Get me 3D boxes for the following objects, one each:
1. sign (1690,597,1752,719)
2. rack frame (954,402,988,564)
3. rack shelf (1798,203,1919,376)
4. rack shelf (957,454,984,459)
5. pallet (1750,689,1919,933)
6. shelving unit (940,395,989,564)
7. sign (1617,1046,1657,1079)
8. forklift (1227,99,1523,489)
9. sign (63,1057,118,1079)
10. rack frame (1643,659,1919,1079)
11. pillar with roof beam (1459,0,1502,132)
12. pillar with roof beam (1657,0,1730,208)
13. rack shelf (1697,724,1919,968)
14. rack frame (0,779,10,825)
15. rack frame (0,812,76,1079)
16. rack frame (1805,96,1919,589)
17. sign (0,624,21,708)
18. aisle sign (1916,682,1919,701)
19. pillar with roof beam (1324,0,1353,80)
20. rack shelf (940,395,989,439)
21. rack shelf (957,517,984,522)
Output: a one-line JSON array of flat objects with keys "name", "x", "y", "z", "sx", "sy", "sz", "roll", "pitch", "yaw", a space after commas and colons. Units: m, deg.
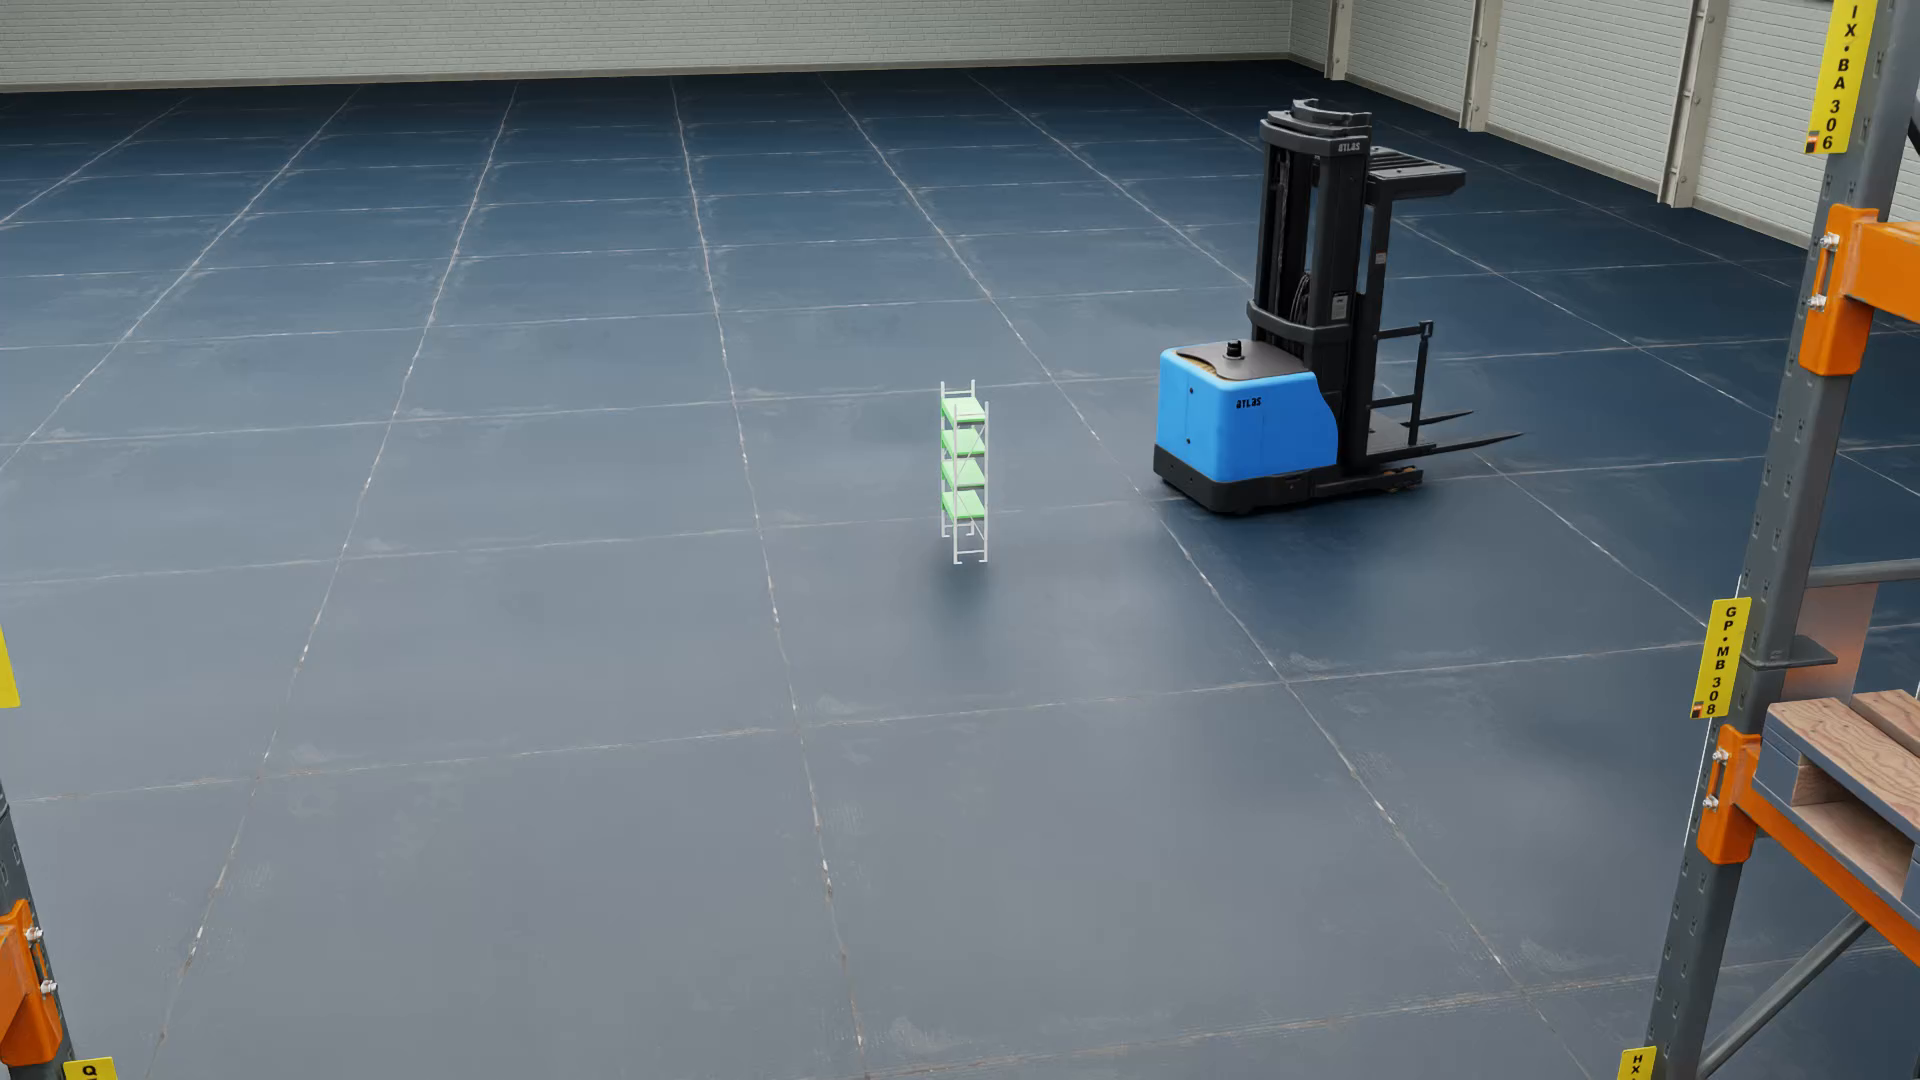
[{"name": "sign", "x": 1.864, "y": 0.291, "z": 4.076, "sx": 0.100, "sy": 0.325, "sz": 0.005, "roll": -4, "pitch": 24, "yaw": -10}, {"name": "rack frame", "x": 0.076, "y": -0.389, "z": 11.641, "sx": 0.240, "sy": 1.200, "sz": 0.015, "roll": -4, "pitch": 24, "yaw": -10}, {"name": "rack shelf", "x": 2.776, "y": 0.182, "z": 1.990, "sx": 1.077, "sy": 0.370, "sz": 4.000, "roll": -4, "pitch": 24, "yaw": -10}, {"name": "rack shelf", "x": 0.031, "y": -0.672, "z": 11.779, "sx": 0.199, "sy": 0.029, "sz": 0.442, "roll": -4, "pitch": 24, "yaw": -10}, {"name": "pallet", "x": 2.463, "y": 0.676, "z": 3.443, "sx": 1.003, "sy": 0.211, "sz": 1.213, "roll": -4, "pitch": 24, "yaw": -10}, {"name": "shelving unit", "x": 0.032, "y": -0.482, "z": 11.856, "sx": 0.258, "sy": 1.200, "sz": 0.492, "roll": -4, "pitch": 24, "yaw": -10}, {"name": "sign", "x": 1.864, "y": 1.543, "z": 4.623, "sx": 0.100, "sy": 0.325, "sz": 0.005, "roll": -4, "pitch": 24, "yaw": -10}, {"name": "forklift", "x": 3.117, "y": -1.900, "z": 12.938, "sx": 3.031, "sy": 2.935, "sz": 1.121, "roll": -10, "pitch": 25, "yaw": -21}, {"name": "sign", "x": -1.913, "y": 1.289, "z": 3.709, "sx": 0.100, "sy": 0.325, "sz": 0.005, "roll": -4, "pitch": 24, "yaw": -10}, {"name": "rack frame", "x": 2.406, "y": 1.631, "z": 4.767, "sx": 1.000, "sy": 3.000, "sz": 0.127, "roll": -4, "pitch": 24, "yaw": -10}, {"name": "pillar with roof beam", "x": 4.453, "y": -10.761, "z": 25.647, "sx": 9.100, "sy": 9.000, "sz": 0.400, "roll": -4, "pitch": 24, "yaw": -10}, {"name": "pillar with roof beam", "x": 5.562, "y": -8.401, "z": 20.243, "sx": 9.100, "sy": 9.000, "sz": 0.400, "roll": -4, "pitch": 24, "yaw": -10}, {"name": "rack shelf", "x": 2.776, "y": 1.373, "z": 2.510, "sx": 1.077, "sy": 0.370, "sz": 4.000, "roll": -4, "pitch": 24, "yaw": -10}, {"name": "rack frame", "x": -2.462, "y": -0.752, "z": 2.727, "sx": 1.000, "sy": 3.000, "sz": 0.127, "roll": -4, "pitch": 24, "yaw": -10}, {"name": "rack frame", "x": -2.462, "y": 1.998, "z": 3.928, "sx": 1.000, "sy": 3.000, "sz": 0.127, "roll": -4, "pitch": 24, "yaw": -10}, {"name": "rack frame", "x": 2.403, "y": -1.118, "z": 3.566, "sx": 0.949, "sy": 2.616, "sz": 0.053, "roll": -4, "pitch": 24, "yaw": -10}, {"name": "sign", "x": -1.913, "y": 0.184, "z": 3.227, "sx": 0.100, "sy": 0.325, "sz": 0.005, "roll": -4, "pitch": 24, "yaw": -10}, {"name": "aisle sign", "x": 2.684, "y": 0.390, "z": 4.362, "sx": 0.394, "sy": 0.787, "sz": 0.004, "roll": -4, "pitch": 24, "yaw": -10}, {"name": "pillar with roof beam", "x": 3.343, "y": -13.121, "z": 31.050, "sx": 9.100, "sy": 9.000, "sz": 0.400, "roll": -4, "pitch": 24, "yaw": -10}, {"name": "rack shelf", "x": 0.031, "y": -0.866, "z": 11.694, "sx": 0.258, "sy": 0.148, "sz": 0.480, "roll": -4, "pitch": 24, "yaw": -10}, {"name": "rack shelf", "x": 0.031, "y": -0.232, "z": 11.971, "sx": 0.199, "sy": 0.029, "sz": 0.442, "roll": -4, "pitch": 24, "yaw": -10}]
